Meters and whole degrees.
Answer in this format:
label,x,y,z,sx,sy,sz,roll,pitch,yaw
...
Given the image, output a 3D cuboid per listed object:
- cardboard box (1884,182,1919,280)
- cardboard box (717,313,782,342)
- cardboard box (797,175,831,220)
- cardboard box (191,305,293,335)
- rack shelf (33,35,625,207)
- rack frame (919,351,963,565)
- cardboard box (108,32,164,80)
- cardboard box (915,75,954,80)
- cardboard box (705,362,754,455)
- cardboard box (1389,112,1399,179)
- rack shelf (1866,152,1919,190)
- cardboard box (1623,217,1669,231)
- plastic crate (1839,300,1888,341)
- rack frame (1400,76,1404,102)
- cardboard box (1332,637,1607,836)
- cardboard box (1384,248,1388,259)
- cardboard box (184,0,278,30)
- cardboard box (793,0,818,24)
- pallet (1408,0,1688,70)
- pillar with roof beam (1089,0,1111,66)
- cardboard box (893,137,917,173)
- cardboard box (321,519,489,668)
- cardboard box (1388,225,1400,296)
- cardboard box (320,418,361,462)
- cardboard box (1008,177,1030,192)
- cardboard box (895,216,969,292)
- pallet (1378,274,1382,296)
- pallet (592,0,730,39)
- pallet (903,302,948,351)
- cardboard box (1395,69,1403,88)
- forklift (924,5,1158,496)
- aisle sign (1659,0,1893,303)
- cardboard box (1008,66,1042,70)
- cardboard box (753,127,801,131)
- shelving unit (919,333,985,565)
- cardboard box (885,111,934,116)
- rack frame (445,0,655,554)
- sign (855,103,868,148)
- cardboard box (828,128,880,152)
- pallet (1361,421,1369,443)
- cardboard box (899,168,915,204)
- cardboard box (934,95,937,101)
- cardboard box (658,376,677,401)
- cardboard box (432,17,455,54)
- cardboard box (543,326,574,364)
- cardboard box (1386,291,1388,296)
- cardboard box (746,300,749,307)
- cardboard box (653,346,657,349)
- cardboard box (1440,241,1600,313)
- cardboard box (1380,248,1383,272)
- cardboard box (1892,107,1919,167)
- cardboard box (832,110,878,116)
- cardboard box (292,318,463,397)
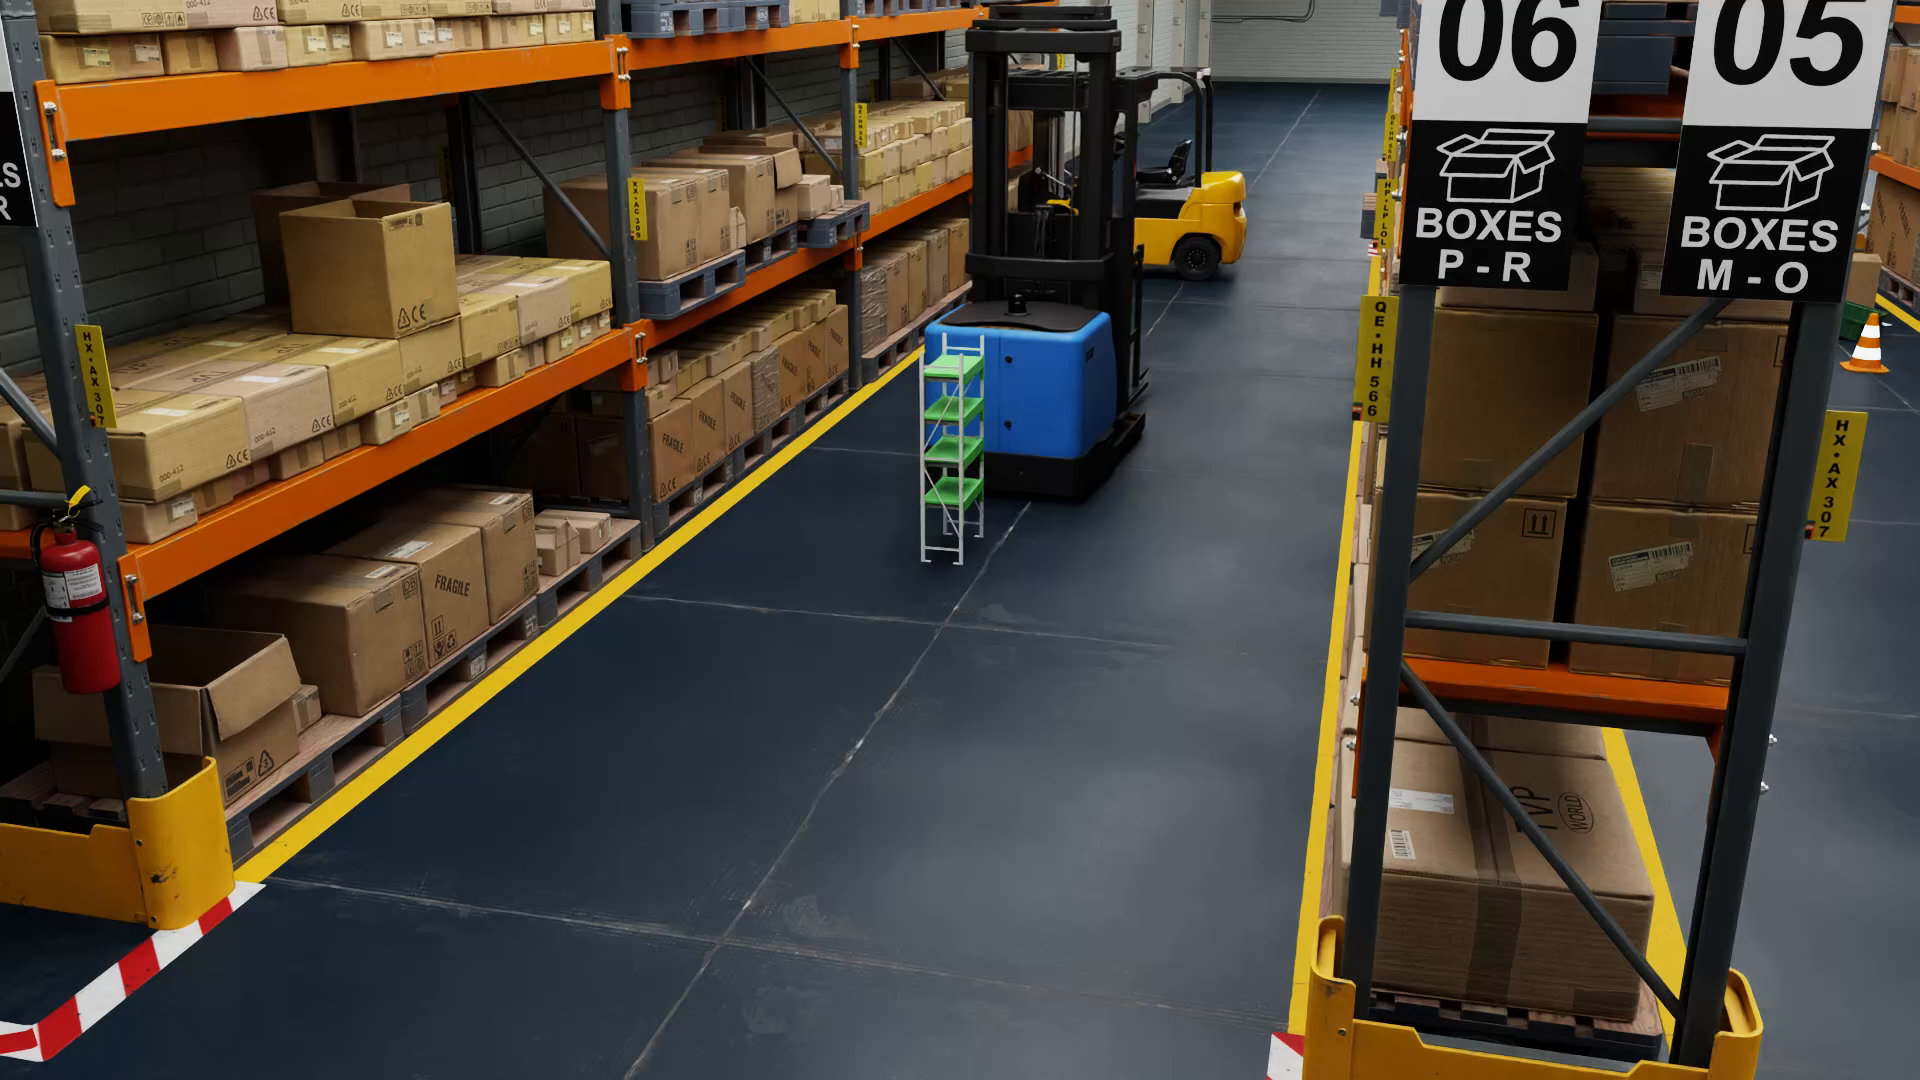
label,x,y,z,sx,sy,sz,roll,pitch,yaw
cardboard box,10.003,-3.107,16.781,0.875,0.875,0.875,4,19,13
cardboard box,-1.464,-1.474,11.576,0.380,0.149,0.250,4,19,13
cardboard box,-1.220,-2.422,11.719,0.500,0.250,0.500,4,19,11
cardboard box,-2.995,-0.858,7.331,0.500,0.250,0.500,5,19,13
rack shelf,-2.742,-1.849,6.932,1.077,0.370,4.000,5,19,13
rack frame,-0.100,-0.439,9.118,0.240,1.200,0.015,5,19,13
cardboard box,-2.889,-1.609,5.506,0.380,0.149,0.250,5,19,14
cardboard box,-0.277,-4.845,17.615,0.380,0.149,0.250,4,19,12
cardboard box,-1.670,-0.870,10.811,0.500,0.500,0.500,4,19,12
cardboard box,3.380,-2.811,12.011,0.500,0.500,0.500,4,19,12
rack shelf,9.829,-3.440,16.232,1.077,0.370,4.000,5,19,13
cardboard box,2.109,-0.829,4.769,0.380,0.149,0.250,5,20,15
plastic crate,8.112,-2.008,15.188,0.450,0.188,0.662,29,33,36
rack frame,3.538,-2.259,11.662,1.000,3.000,0.127,5,19,13
cardboard box,1.863,0.760,6.138,0.875,0.438,0.875,5,20,15
cardboard box,2.777,-1.811,9.807,0.500,0.250,0.500,5,19,14
cardboard box,-2.753,-1.911,5.771,0.500,0.250,0.500,5,19,14
cardboard box,-1.288,-3.661,11.357,0.500,0.250,0.500,5,19,14
pallet,2.051,-1.746,5.656,1.003,0.211,1.213,5,19,13
pillar with roof beam,6.741,-11.271,28.763,9.100,9.000,0.400,5,19,13
cardboard box,-0.662,-3.255,14.036,0.500,0.250,0.500,4,19,12
cardboard box,-2.517,0.234,7.578,0.500,0.500,0.500,5,19,14
cardboard box,1.694,-0.763,5.580,0.500,0.500,0.500,5,19,13
cardboard box,-2.656,-0.432,6.700,0.380,0.149,0.250,5,19,14
cardboard box,0.505,-3.882,18.469,0.500,0.250,0.500,4,19,12
cardboard box,-0.415,-2.815,16.311,0.875,0.625,0.625,6,20,16
pallet,4.645,-2.407,16.408,1.003,0.211,1.213,5,19,13
pallet,-2.026,-2.926,9.263,1.213,0.211,1.003,5,19,13
pallet,-0.737,-1.967,15.119,1.003,0.211,1.213,5,19,13
cardboard box,4.058,-4.087,14.746,0.380,0.149,0.250,5,19,13
forklift,0.691,-2.098,11.296,1.130,2.935,3.031,6,20,16
aisle sign,1.847,-0.937,3.767,0.394,0.787,0.004,5,19,13
cardboard box,0.728,-5.360,19.121,0.380,0.149,0.250,5,20,15
cardboard box,-1.437,-3.213,13.296,0.380,0.149,0.250,5,20,15
shelving unit,-0.040,-0.516,9.342,0.258,1.200,0.503,5,19,13
cardboard box,-0.450,-3.731,14.811,0.380,0.149,0.250,5,19,14
rack frame,-2.253,-1.397,9.136,1.000,3.000,0.127,5,19,13
sign,-0.747,-3.121,12.515,0.100,0.325,0.005,5,19,13
cardboard box,-0.849,-3.165,13.155,0.380,0.149,0.250,5,20,15
pallet,3.272,-0.699,11.407,1.003,0.211,1.213,5,19,13
cardboard box,-0.684,-3.018,14.116,0.500,0.250,0.500,4,19,12
cardboard box,-0.442,-4.461,16.948,0.380,0.149,0.250,4,19,12
cardboard box,-1.915,-0.904,9.907,0.380,0.149,0.250,4,19,12
cardboard box,-2.405,-2.164,7.129,0.380,0.149,0.250,5,19,14
cardboard box,-2.169,-0.991,8.337,0.380,0.149,0.250,5,20,15
cardboard box,2.065,-0.769,7.144,0.500,0.500,0.500,5,19,14
cardboard box,-1.796,-1.753,12.393,0.380,0.149,0.250,5,20,15
cardboard box,-2.176,-1.182,10.720,0.380,0.149,0.250,5,20,15
cardboard box,1.477,-0.708,4.414,0.380,0.149,0.250,5,19,14
cardboard box,4.520,-2.785,16.805,0.500,0.250,0.500,4,19,12
cardboard box,9.899,-4.019,16.581,0.875,0.550,0.550,5,19,13
cardboard box,-0.955,-3.770,14.925,0.380,0.149,0.250,5,19,13
cardboard box,-2.511,-0.813,7.198,0.500,0.250,0.500,4,19,12
